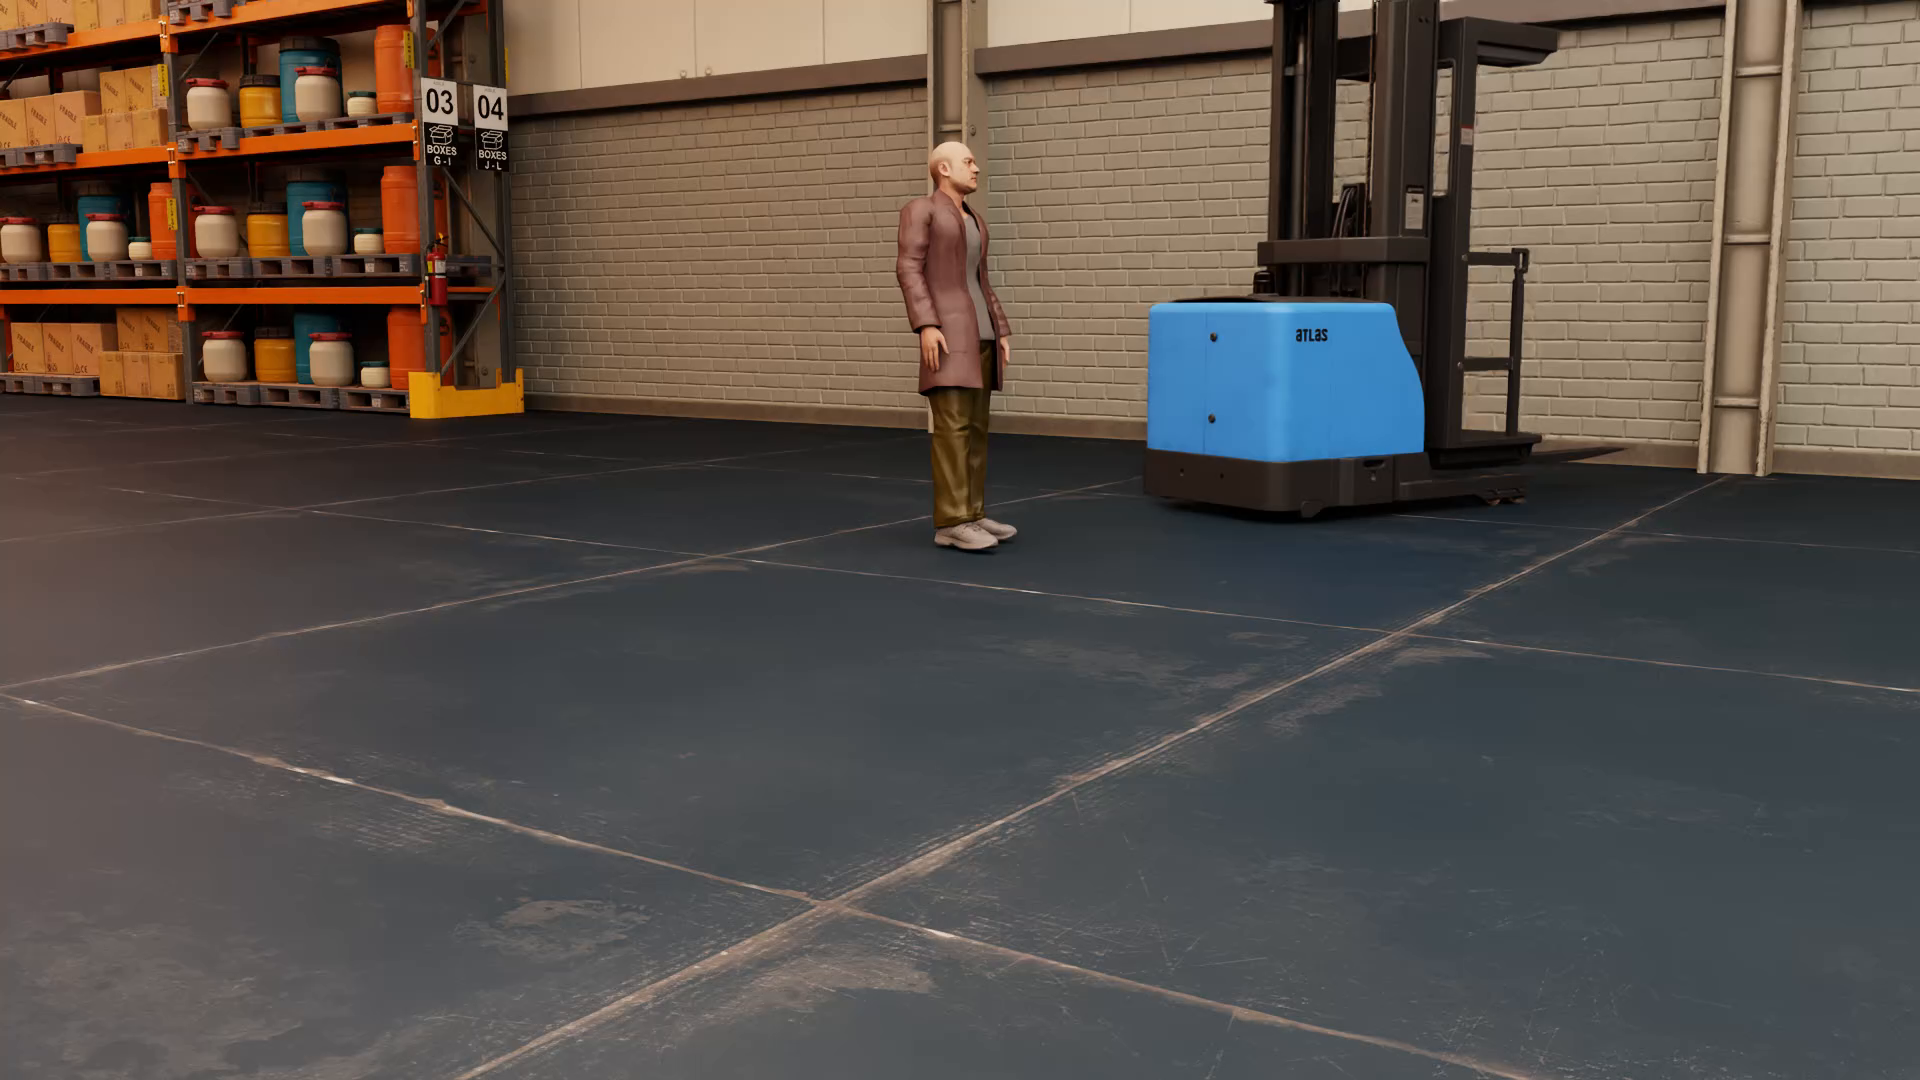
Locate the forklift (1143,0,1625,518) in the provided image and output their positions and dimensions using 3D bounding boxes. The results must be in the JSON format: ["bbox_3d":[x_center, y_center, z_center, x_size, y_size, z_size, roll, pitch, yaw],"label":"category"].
[{"bbox_3d":[2.485,-1.691,9.088,3.031,2.935,1.130,-5,10,-33],"label":"forklift"}]

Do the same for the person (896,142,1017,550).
[{"bbox_3d":[0.074,-0.879,7.423,0.579,1.777,0.696,5,10,34],"label":"person"}]
